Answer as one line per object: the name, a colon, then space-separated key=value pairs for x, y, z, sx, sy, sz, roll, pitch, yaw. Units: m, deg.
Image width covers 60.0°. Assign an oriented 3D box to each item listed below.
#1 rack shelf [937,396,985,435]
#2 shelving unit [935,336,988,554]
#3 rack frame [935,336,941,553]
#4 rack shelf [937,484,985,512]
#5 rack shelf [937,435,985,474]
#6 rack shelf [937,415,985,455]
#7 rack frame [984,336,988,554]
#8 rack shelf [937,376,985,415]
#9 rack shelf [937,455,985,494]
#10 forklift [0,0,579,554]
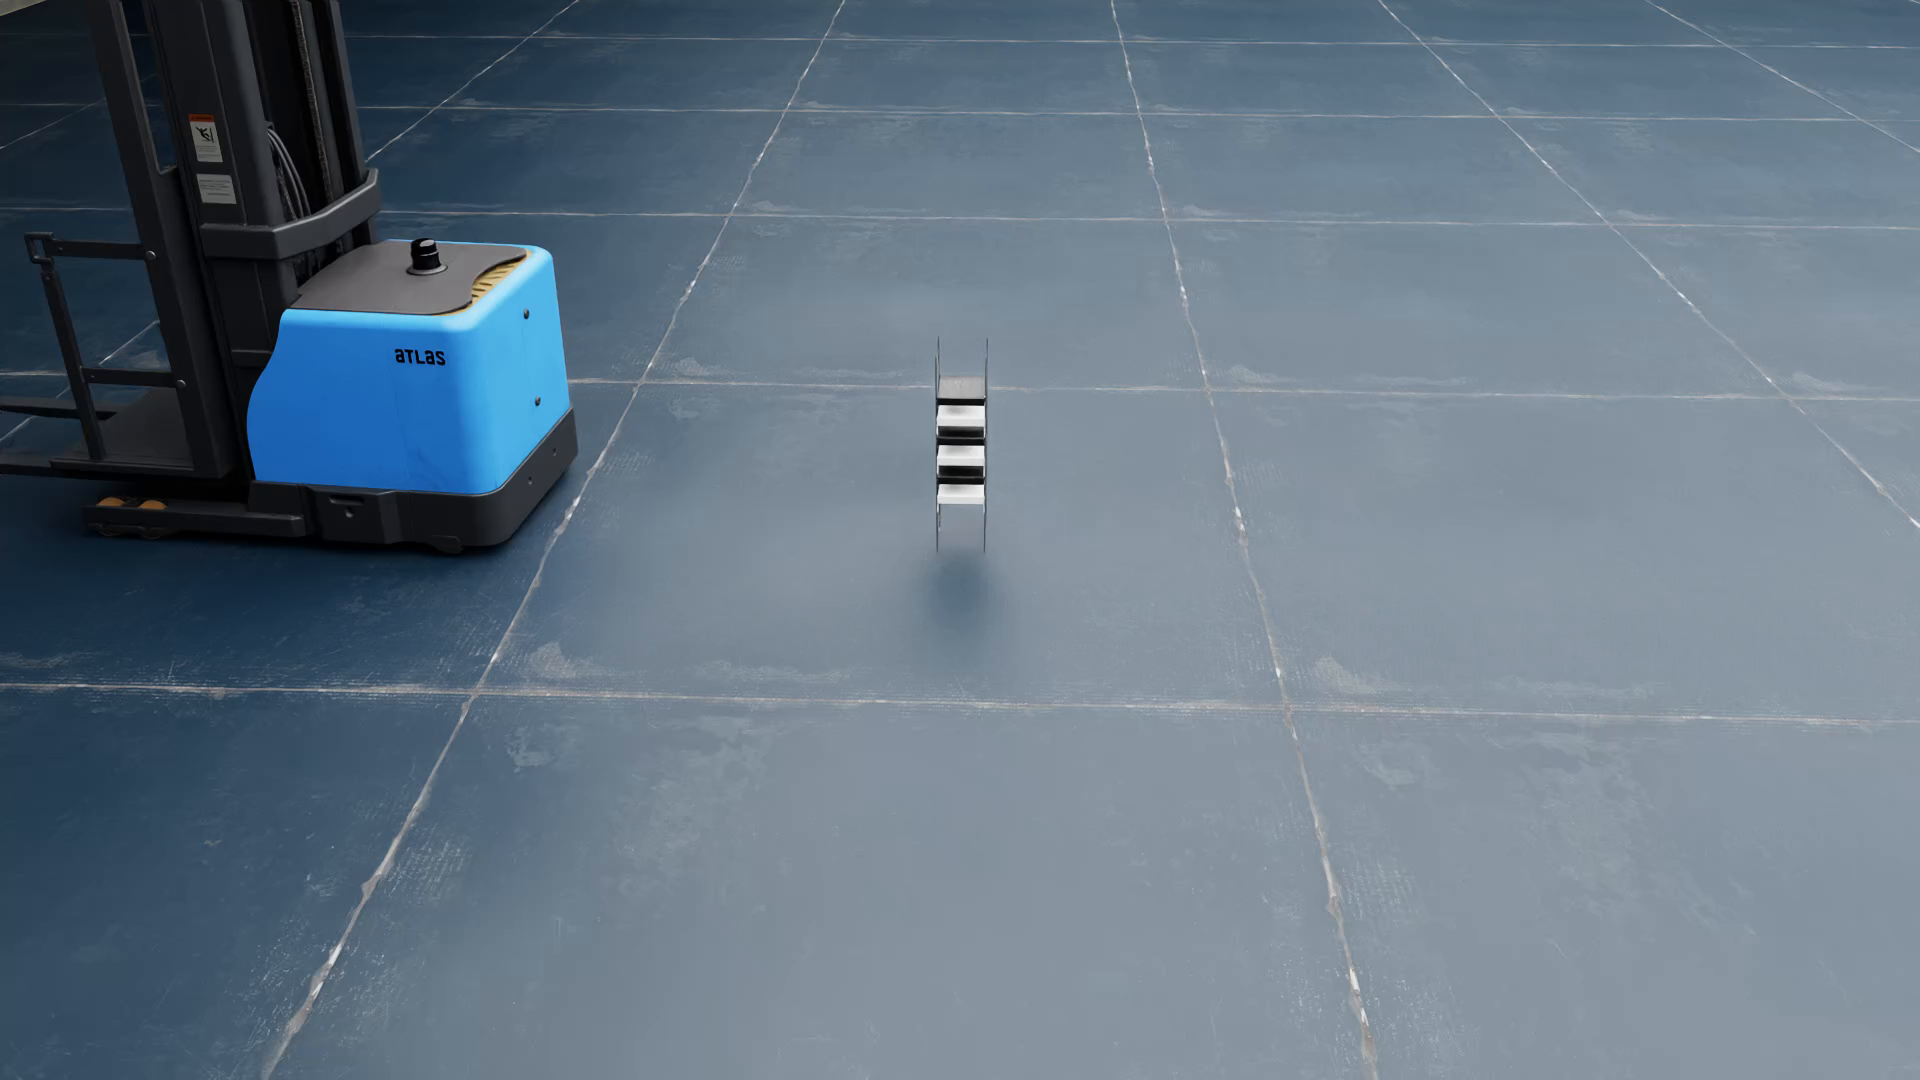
rack shelf: x=0.008 y=-0.527 z=6.970 sx=0.200 sy=0.077 sz=0.258 roll=1 pitch=28 yaw=2
shelving unit: x=0.008 y=-0.397 z=7.039 sx=0.210 sy=0.900 sz=0.258 roll=1 pitch=28 yaw=2
rack frame: x=-0.093 y=-0.399 z=7.042 sx=0.006 sy=0.900 sz=0.240 roll=1 pitch=28 yaw=2
rack shelf: x=0.008 y=-0.209 z=7.139 sx=0.200 sy=0.077 sz=0.258 roll=1 pitch=28 yaw=2
rack shelf: x=0.008 y=-0.368 z=7.055 sx=0.200 sy=0.077 sz=0.258 roll=1 pitch=28 yaw=2
rack shelf: x=0.008 y=-0.448 z=7.012 sx=0.200 sy=0.077 sz=0.258 roll=1 pitch=28 yaw=2
rack frame: x=0.110 y=-0.396 z=7.036 sx=0.006 sy=0.900 sz=0.240 roll=1 pitch=28 yaw=2
rack shelf: x=0.008 y=-0.607 z=6.928 sx=0.200 sy=0.077 sz=0.258 roll=1 pitch=28 yaw=2
rack shelf: x=0.008 y=-0.288 z=7.097 sx=0.200 sy=0.077 sz=0.258 roll=1 pitch=28 yaw=2
forklift: x=-3.366 y=-1.538 z=7.022 sx=3.031 sy=2.935 sz=1.130 roll=4 pitch=28 yaw=7
